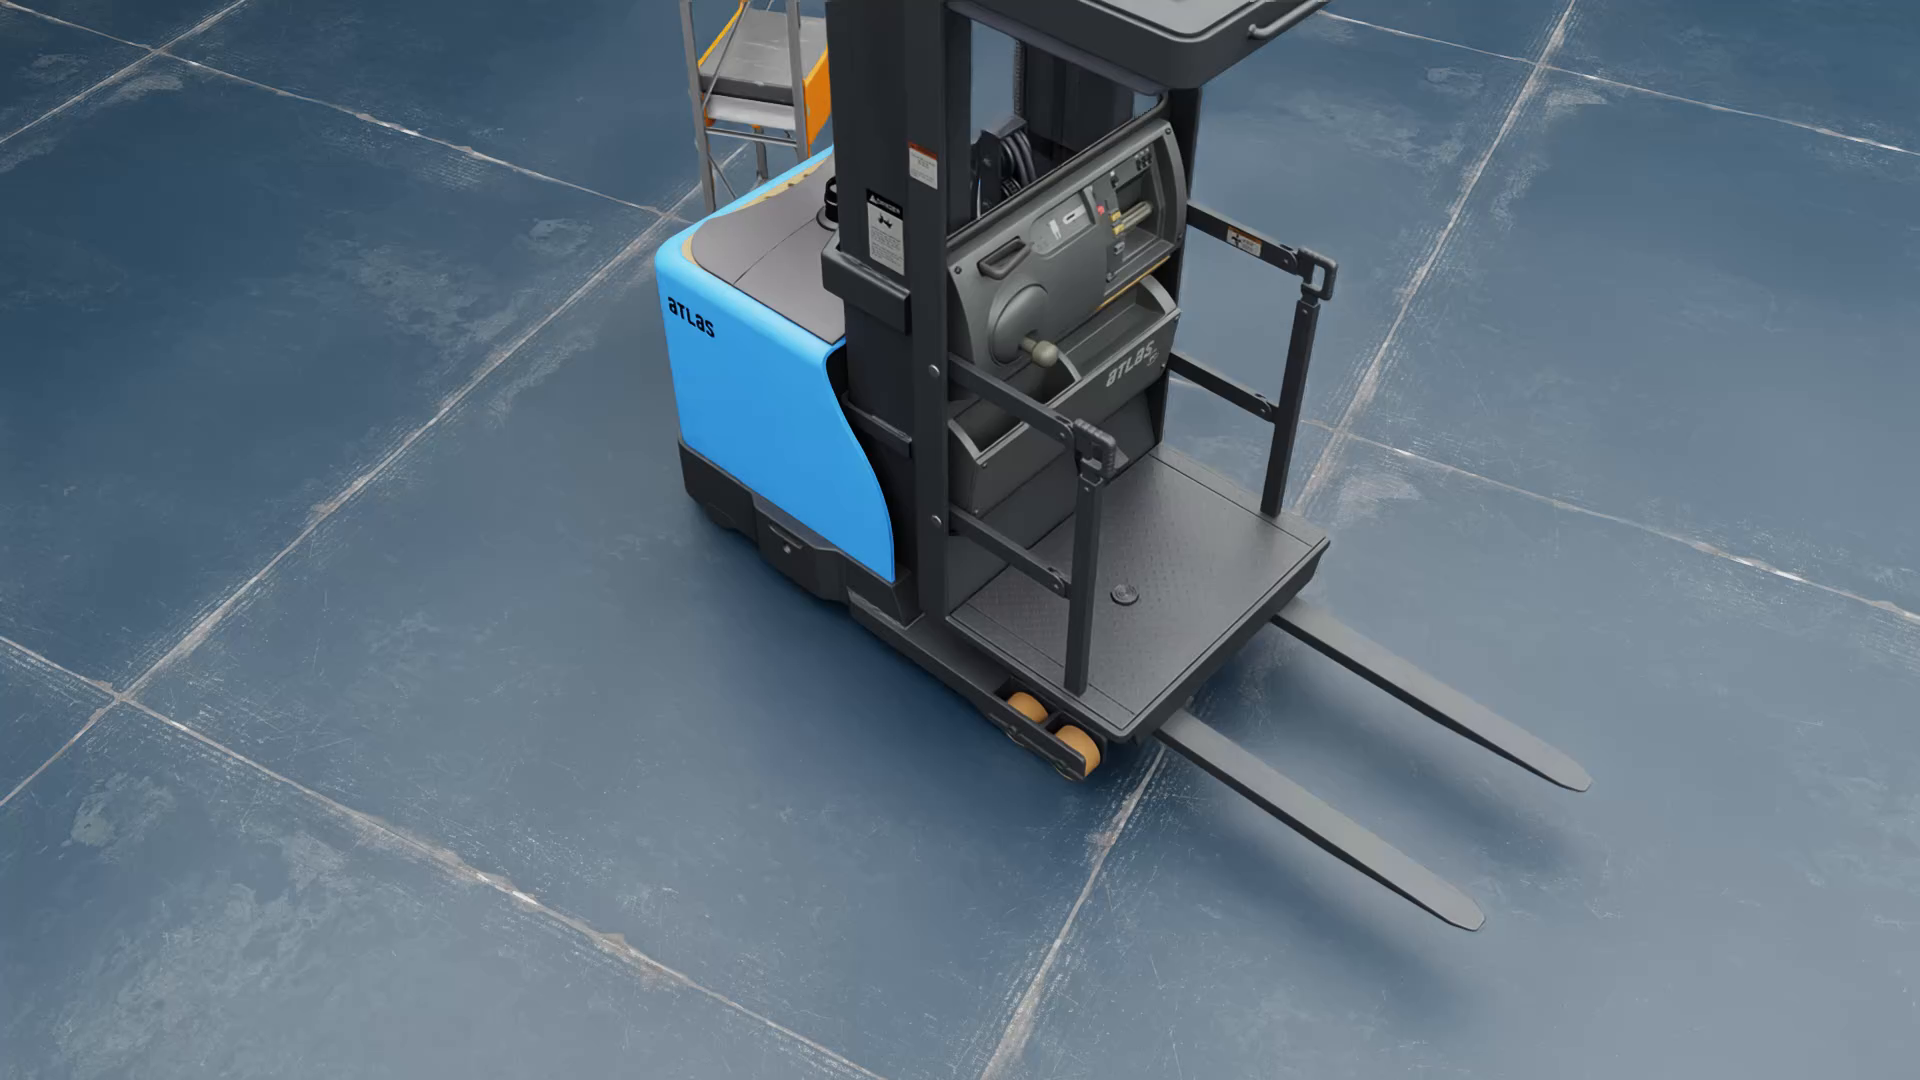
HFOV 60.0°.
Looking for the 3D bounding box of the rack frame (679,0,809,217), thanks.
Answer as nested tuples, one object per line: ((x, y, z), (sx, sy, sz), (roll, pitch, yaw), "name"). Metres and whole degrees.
((-0.704, -1.357, 5.615), (0.400, 2.100, 0.015), (11, 46, 11), "rack frame")

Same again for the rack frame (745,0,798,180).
((-0.571, -1.691, 5.945), (0.400, 2.100, 0.015), (11, 46, 11), "rack frame")

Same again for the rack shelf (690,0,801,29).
((-0.638, -2.006, 5.292), (0.431, 0.518, 0.480), (11, 46, 11), "rack shelf")

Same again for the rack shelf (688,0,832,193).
((-0.638, -1.514, 5.790), (0.431, 0.518, 0.480), (11, 46, 11), "rack shelf")

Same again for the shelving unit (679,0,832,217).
((-0.638, -1.524, 5.780), (0.431, 2.100, 0.503), (11, 46, 11), "shelving unit")

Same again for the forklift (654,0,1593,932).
((0.466, -0.731, 4.412), (3.031, 2.935, 1.130), (33, 54, 28), "forklift")

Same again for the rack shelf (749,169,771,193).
((-0.638, -1.022, 6.287), (0.431, 0.518, 0.480), (11, 46, 11), "rack shelf")
